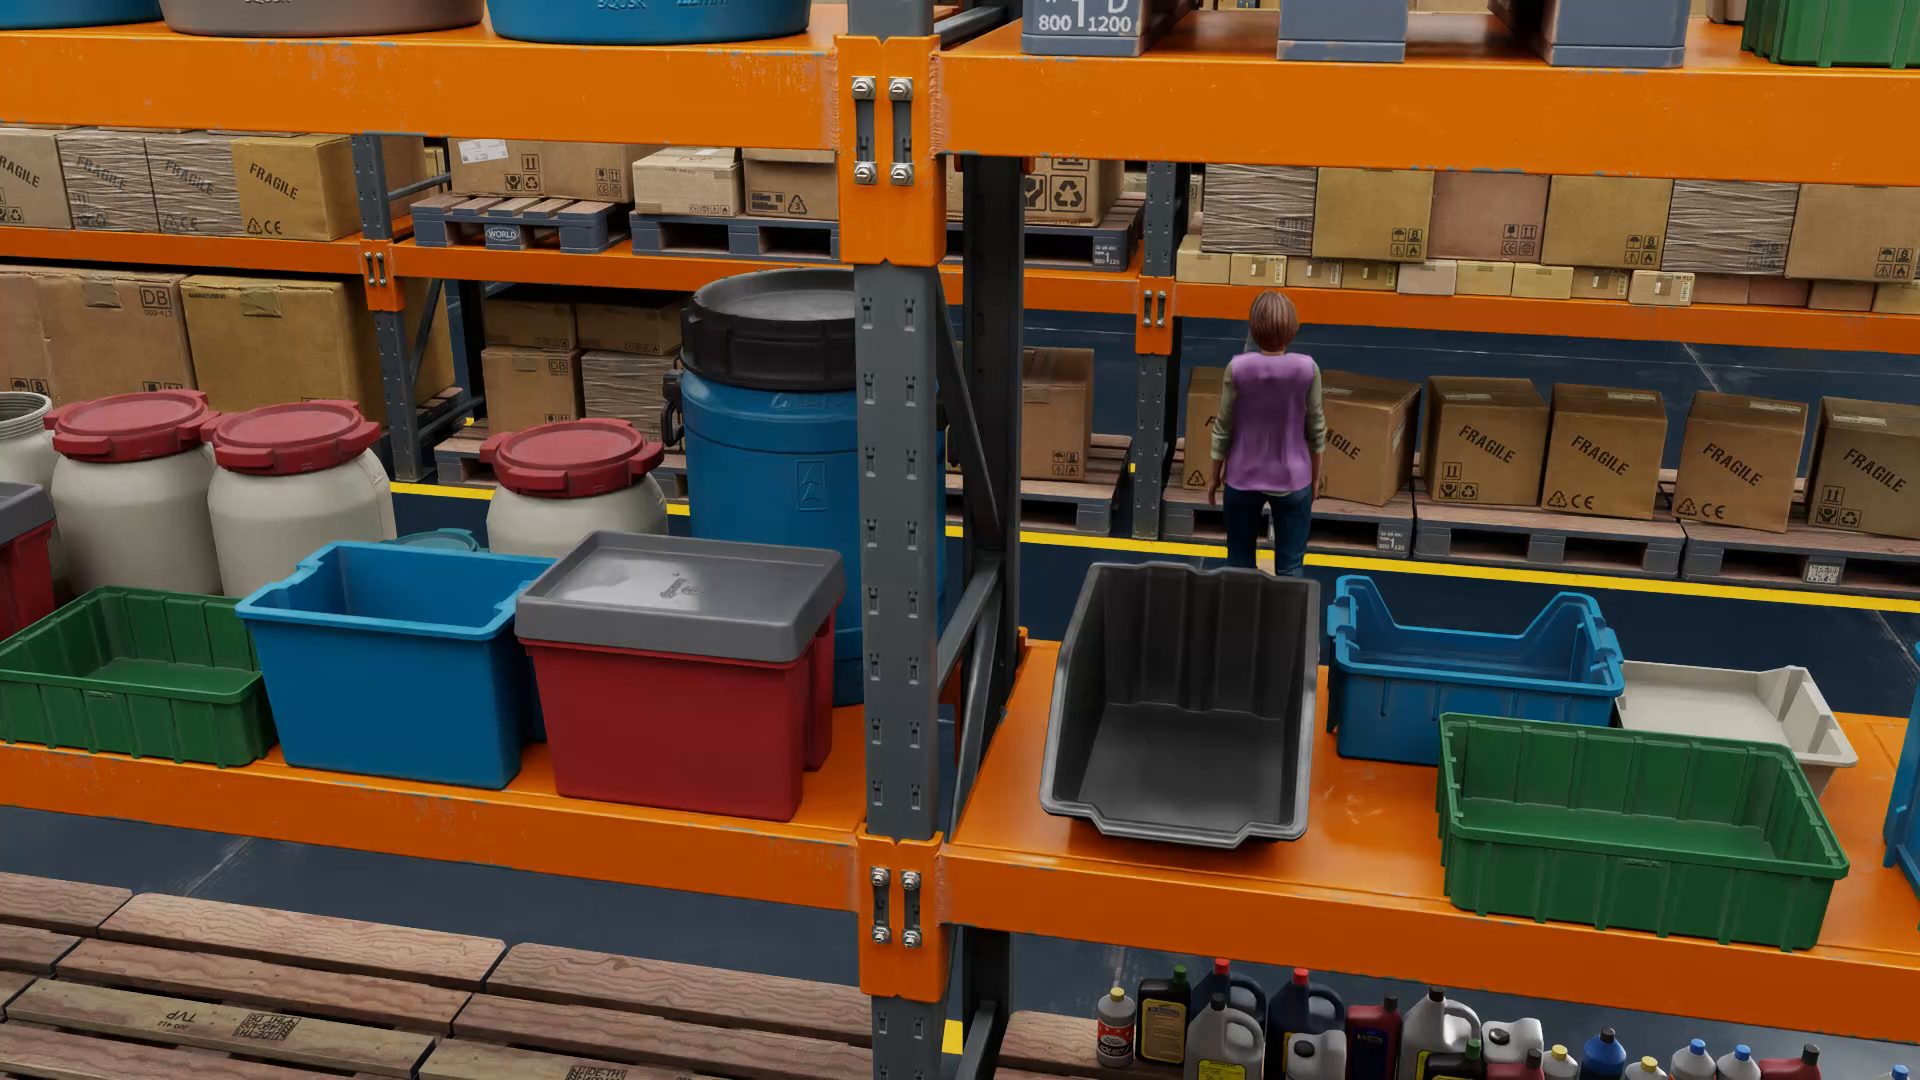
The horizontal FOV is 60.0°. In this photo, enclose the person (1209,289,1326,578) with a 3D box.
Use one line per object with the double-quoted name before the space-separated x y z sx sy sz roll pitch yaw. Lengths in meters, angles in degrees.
"person" 1.220 -0.211 6.666 0.441 1.626 0.384 5 22 11
